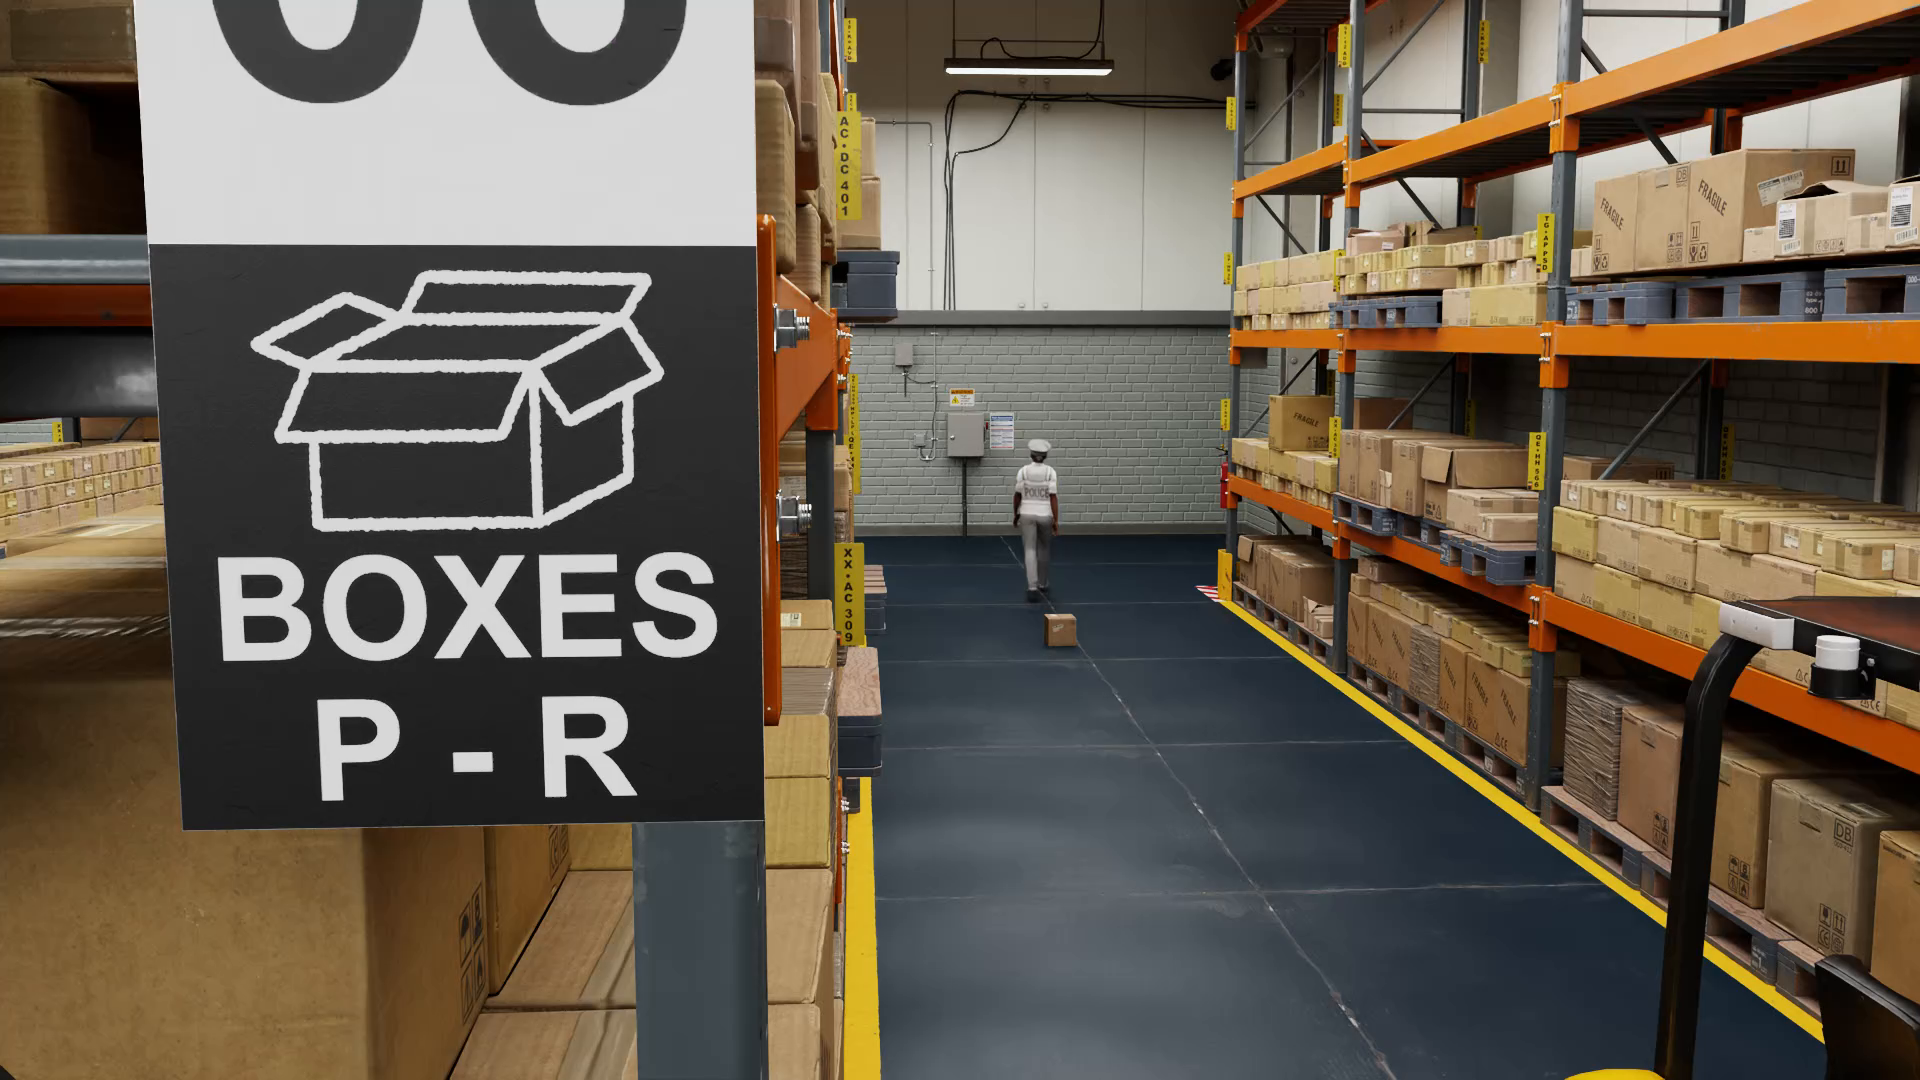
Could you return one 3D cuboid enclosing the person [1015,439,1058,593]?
[{"bbox_3d":[0.808,-0.262,17.732,0.445,1.639,0.984,0,7,-1],"label":"person"}]
